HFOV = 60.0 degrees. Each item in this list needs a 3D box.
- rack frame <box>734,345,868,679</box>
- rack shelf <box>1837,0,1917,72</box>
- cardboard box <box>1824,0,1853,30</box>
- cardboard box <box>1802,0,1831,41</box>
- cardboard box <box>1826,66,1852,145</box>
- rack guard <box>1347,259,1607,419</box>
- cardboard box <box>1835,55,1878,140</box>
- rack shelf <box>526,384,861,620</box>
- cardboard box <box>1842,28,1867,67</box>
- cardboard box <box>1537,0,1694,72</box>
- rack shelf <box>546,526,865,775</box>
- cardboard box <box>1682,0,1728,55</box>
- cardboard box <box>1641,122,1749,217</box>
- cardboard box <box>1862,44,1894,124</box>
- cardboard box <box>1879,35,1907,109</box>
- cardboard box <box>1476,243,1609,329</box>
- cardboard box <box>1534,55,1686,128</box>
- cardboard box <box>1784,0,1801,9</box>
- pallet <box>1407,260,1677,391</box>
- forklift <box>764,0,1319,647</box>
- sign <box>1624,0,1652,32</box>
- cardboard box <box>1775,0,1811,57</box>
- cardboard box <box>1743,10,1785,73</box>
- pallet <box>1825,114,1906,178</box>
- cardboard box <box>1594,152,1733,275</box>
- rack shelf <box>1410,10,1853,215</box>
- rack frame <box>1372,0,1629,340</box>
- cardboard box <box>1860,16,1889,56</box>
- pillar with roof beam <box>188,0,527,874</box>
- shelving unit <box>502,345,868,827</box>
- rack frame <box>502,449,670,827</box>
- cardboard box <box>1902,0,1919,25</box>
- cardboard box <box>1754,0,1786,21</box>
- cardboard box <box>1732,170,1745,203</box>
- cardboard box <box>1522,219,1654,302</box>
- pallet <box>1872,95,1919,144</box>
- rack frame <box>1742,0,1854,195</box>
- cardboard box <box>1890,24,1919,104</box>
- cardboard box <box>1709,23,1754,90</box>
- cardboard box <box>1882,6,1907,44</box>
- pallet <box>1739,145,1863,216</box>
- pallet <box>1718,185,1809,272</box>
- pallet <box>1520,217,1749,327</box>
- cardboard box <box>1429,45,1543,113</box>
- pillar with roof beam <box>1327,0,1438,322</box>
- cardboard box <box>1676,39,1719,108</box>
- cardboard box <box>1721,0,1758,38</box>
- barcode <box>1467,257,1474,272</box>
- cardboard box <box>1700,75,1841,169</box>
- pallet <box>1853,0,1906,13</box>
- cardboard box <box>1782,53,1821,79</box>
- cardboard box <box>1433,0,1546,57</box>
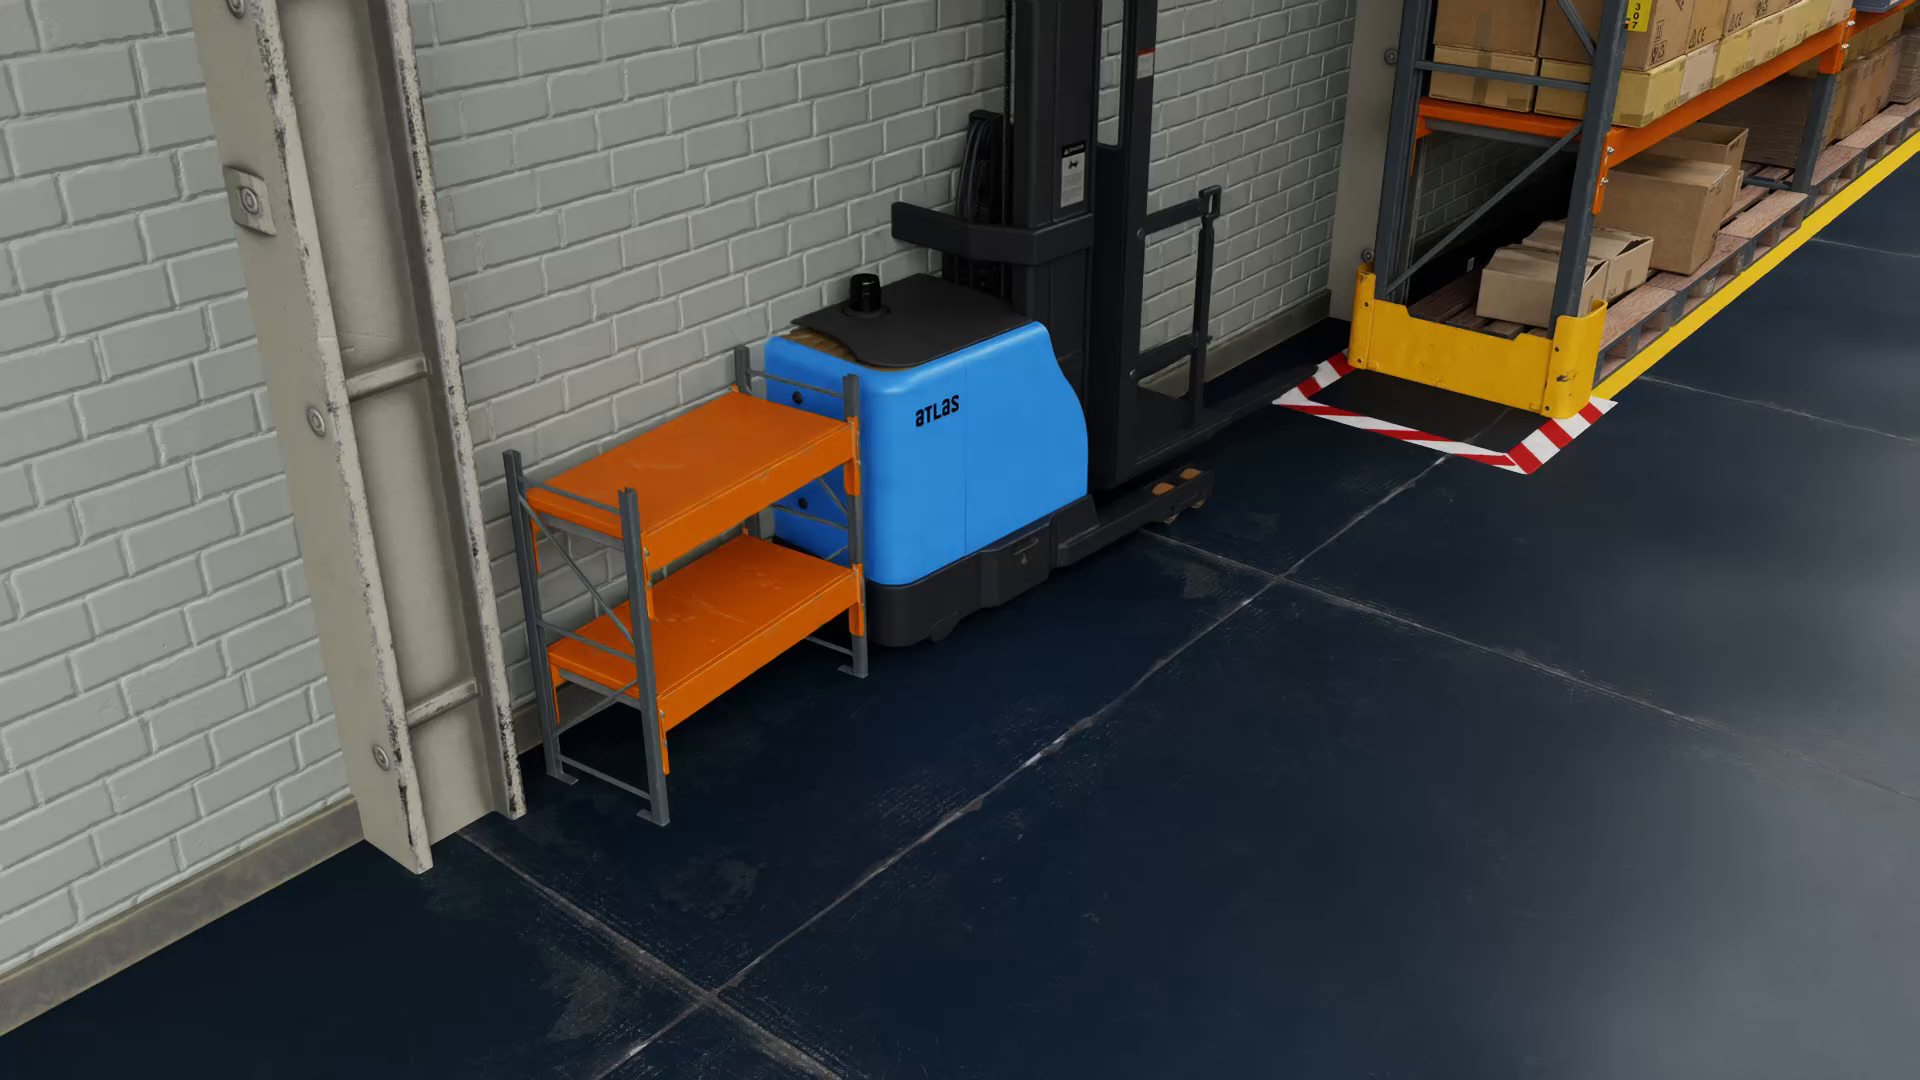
[{"bbox_3d":[-0.538,-0.084,5.687,0.500,1.125,0.032,17,32,30],"label":"rack frame"},{"bbox_3d":[6.279,-3.903,11.813,1.077,0.370,4.000,21,34,34],"label":"rack shelf"},{"bbox_3d":[4.939,-3.199,9.811,0.500,0.250,0.500,21,34,35],"label":"cardboard box"},{"bbox_3d":[4.616,-3.025,9.474,0.500,0.250,0.500,21,34,35],"label":"cardboard box"},{"bbox_3d":[5.752,-3.062,11.646,0.700,0.500,0.500,20,33,33],"label":"cardboard box"},{"bbox_3d":[2.510,-1.012,8.162,1.175,0.500,0.348,21,34,34],"label":"rack guard"},{"bbox_3d":[6.107,-3.231,11.973,0.700,0.500,0.500,21,34,35],"label":"cardboard box"},{"bbox_3d":[-0.821,-0.149,5.177,0.538,0.278,1.000,17,32,30],"label":"rack shelf"},{"bbox_3d":[6.067,-3.540,11.754,0.500,0.250,0.500,20,33,33],"label":"cardboard box"},{"bbox_3d":[2.998,-2.452,7.550,0.500,0.500,0.500,21,34,34],"label":"cardboard box"},{"bbox_3d":[-0.821,0.328,5.424,0.538,0.278,1.000,17,32,30],"label":"rack shelf"},{"bbox_3d":[3.320,-2.624,7.883,0.500,0.500,0.500,21,34,35],"label":"cardboard box"},{"bbox_3d":[4.377,-2.219,10.016,0.500,0.500,0.500,18,32,31],"label":"cardboard box"},{"bbox_3d":[6.421,-3.413,12.324,0.700,0.500,0.500,21,34,34],"label":"cardboard box"},{"bbox_3d":[6.716,-3.597,12.681,0.700,0.500,0.500,21,34,34],"label":"cardboard box"},{"bbox_3d":[2.972,-1.315,8.475,0.500,0.311,0.500,17,32,29],"label":"cardboard box"},{"bbox_3d":[3.018,-2.117,7.720,0.500,0.250,0.500,20,33,33],"label":"cardboard box"},{"bbox_3d":[4.303,-3.177,8.951,0.500,0.500,0.500,20,33,33],"label":"cardboard box"},{"bbox_3d":[3.054,-1.161,8.765,1.003,0.211,1.213,21,34,34],"label":"pallet"},{"bbox_3d":[0.422,-1.513,6.485,1.130,2.935,3.031,23,35,37],"label":"forklift"},{"bbox_3d":[2.881,-2.321,7.030,0.100,0.325,0.005,21,34,34],"label":"sign"},{"bbox_3d":[4.308,-2.842,9.120,0.500,0.250,0.500,21,34,34],"label":"cardboard box"},{"bbox_3d":[3.989,-2.663,8.775,0.500,0.250,0.500,21,34,35],"label":"cardboard box"},{"bbox_3d":[6.276,-2.986,12.292,1.003,0.211,1.213,21,34,34],"label":"pallet"},{"bbox_3d":[3.839,-1.847,9.297,0.700,0.500,0.500,18,33,31],"label":"cardboard box"},{"bbox_3d":[3.734,-2.485,9.071,1.077,0.370,4.000,21,34,34],"label":"rack shelf"},{"bbox_3d":[2.462,-2.095,7.535,1.000,3.000,0.127,21,34,34],"label":"rack frame"},{"bbox_3d":[6.399,-3.712,12.085,0.500,0.250,0.500,21,34,34],"label":"cardboard box"},{"bbox_3d":[1.745,-1.875,0.581,9.100,9.000,0.400,21,34,34],"label":"pillar with roof beam"},{"bbox_3d":[-0.821,0.111,5.312,0.538,1.125,1.048,17,32,30],"label":"shelving unit"},{"bbox_3d":[-1.103,0.305,4.936,0.500,1.125,0.032,17,32,30],"label":"rack frame"},{"bbox_3d":[8.120,-4.386,13.845,0.750,0.750,0.750,20,34,34],"label":"cardboard box"},{"bbox_3d":[3.972,-2.992,8.594,0.500,0.500,0.500,22,35,36],"label":"cardboard box"},{"bbox_3d":[4.689,-2.252,10.443,0.380,0.166,0.250,16,31,28],"label":"cardboard box"},{"bbox_3d":[3.334,-1.517,8.866,0.500,0.311,0.500,24,36,38],"label":"cardboard box"},{"bbox_3d":[7.052,-3.416,13.124,1.003,0.211,1.213,21,34,34],"label":"pallet"},{"bbox_3d":[5.006,-3.513,10.277,1.000,3.000,0.127,21,34,34],"label":"rack frame"},{"bbox_3d":[7.133,-3.746,12.968,0.700,0.500,0.500,21,34,35],"label":"cardboard box"},{"bbox_3d":[3.665,-2.485,8.430,0.500,0.250,0.500,20,34,34],"label":"cardboard box"},{"bbox_3d":[6.722,-3.895,12.441,0.500,0.250,0.500,21,34,35],"label":"cardboard box"},{"bbox_3d":[5.500,-2.551,11.452,1.003,0.211,1.213,21,34,34],"label":"pallet"},{"bbox_3d":[4.606,-2.026,10.437,1.003,0.211,1.213,21,34,34],"label":"pallet"},{"bbox_3d":[3.831,-1.592,9.597,1.003,0.211,1.213,21,34,34],"label":"pallet"},{"bbox_3d":[2.610,-2.260,7.995,0.500,0.250,0.500,21,34,35],"label":"cardboard box"},{"bbox_3d":[5.562,-4.002,4.693,9.100,9.000,0.400,21,34,34],"label":"pillar with roof beam"},{"bbox_3d":[3.337,-2.306,8.084,0.500,0.250,0.500,20,33,33],"label":"cardboard box"},{"bbox_3d":[3.653,-2.805,8.234,0.500,0.500,0.500,19,33,33],"label":"cardboard box"},{"bbox_3d":[2.675,-1.443,8.712,0.001,0.075,0.075,21,34,34],"label":"barcode"},{"bbox_3d":[5.462,-2.864,11.264,0.700,0.500,0.500,22,35,36],"label":"cardboard box"},{"bbox_3d":[5.605,-3.656,10.762,1.003,0.211,1.213,21,34,34],"label":"pallet"},{"bbox_3d":[5.739,-3.354,11.395,0.500,0.250,0.500,20,33,33],"label":"cardboard box"},{"bbox_3d":[2.598,-2.600,7.836,0.500,0.500,0.500,20,34,34],"label":"cardboard box"}]
